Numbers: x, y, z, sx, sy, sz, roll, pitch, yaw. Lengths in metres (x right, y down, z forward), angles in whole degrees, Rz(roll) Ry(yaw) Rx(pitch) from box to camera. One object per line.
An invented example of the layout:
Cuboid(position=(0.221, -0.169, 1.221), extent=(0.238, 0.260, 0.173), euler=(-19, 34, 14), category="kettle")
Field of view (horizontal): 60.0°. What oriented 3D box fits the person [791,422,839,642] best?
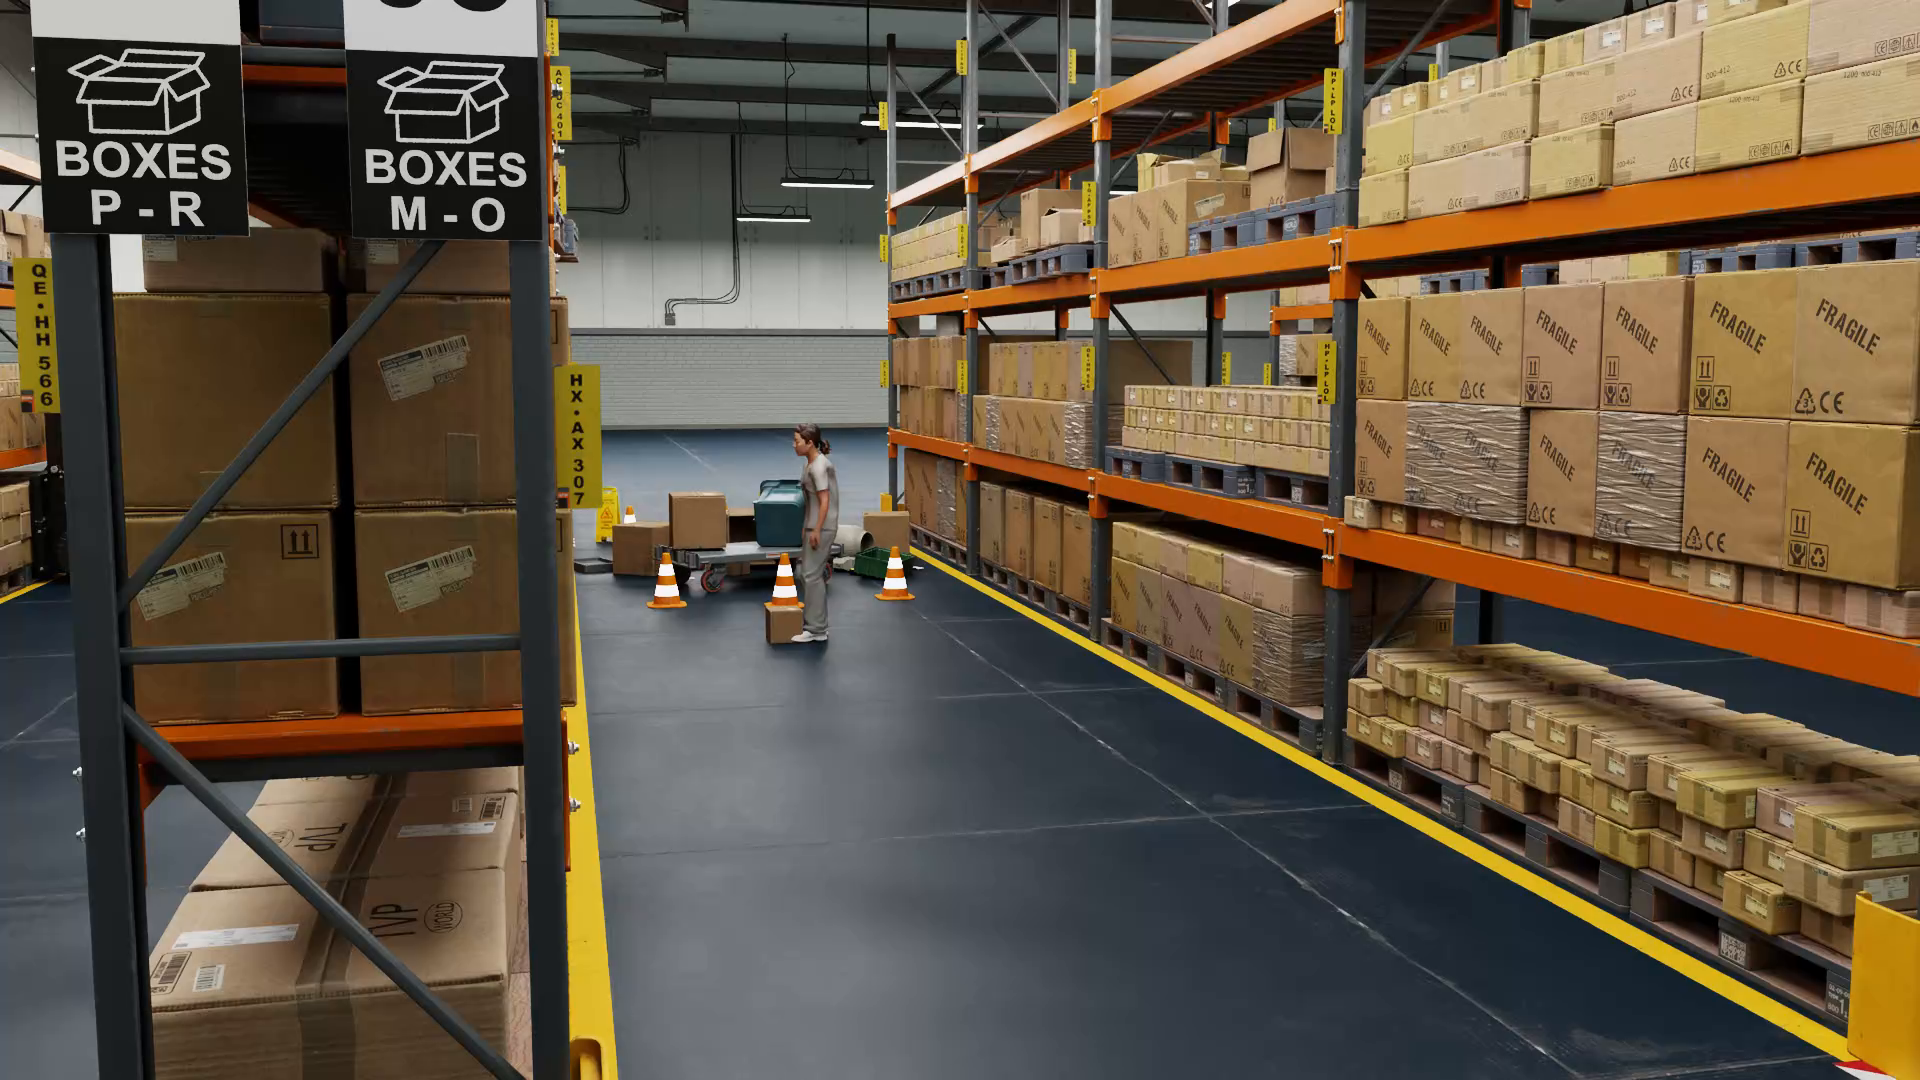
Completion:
Cuboid(position=(-1.135, -0.066, 12.751), extent=(0.408, 1.672, 0.485), euler=(-1, 6, -13), category="person")
